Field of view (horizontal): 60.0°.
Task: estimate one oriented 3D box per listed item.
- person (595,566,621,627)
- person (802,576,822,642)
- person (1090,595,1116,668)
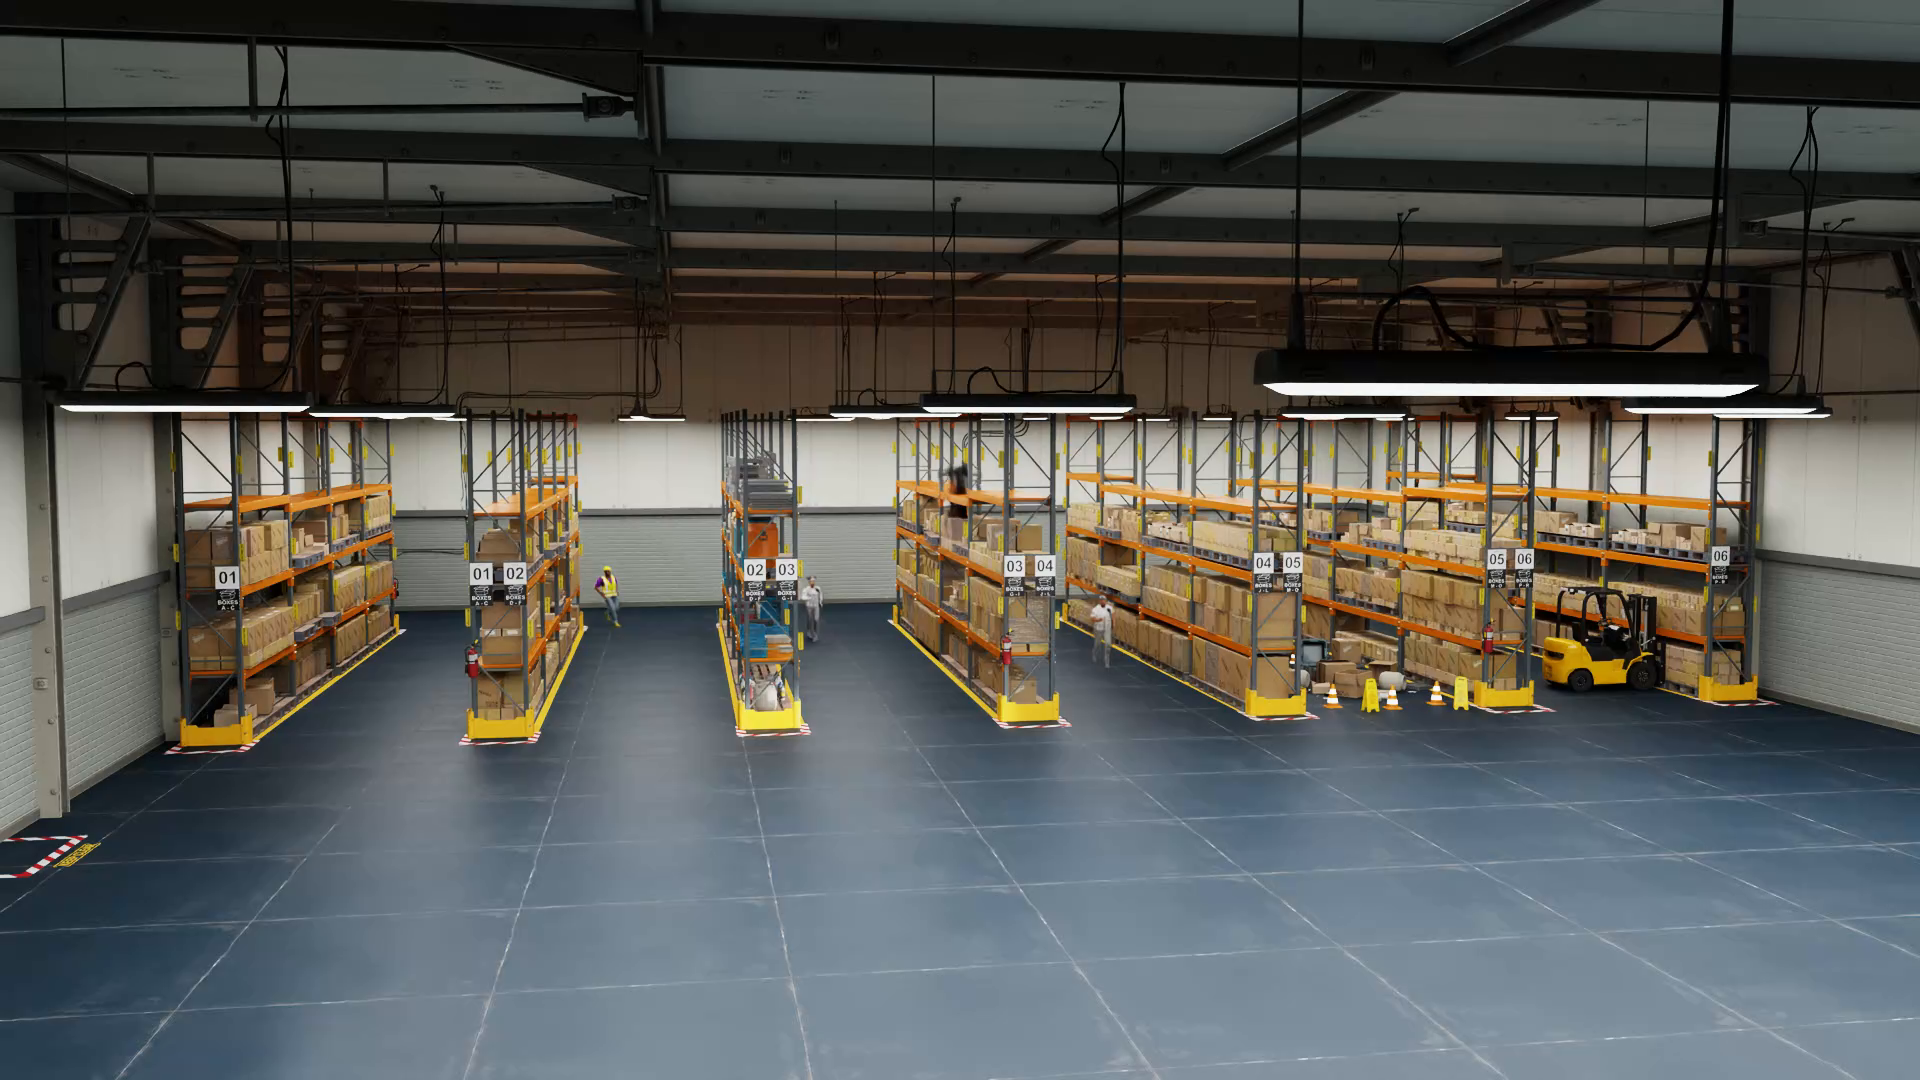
[{"bbox_3d":[-9.945,1.595,46.997,0.693,1.722,0.800,-4,6,-44],"label":"person"},{"bbox_3d":[-3.910,1.805,43.980,0.574,1.740,0.846,-1,4,-11],"label":"person"},{"bbox_3d":[3.388,2.151,39.430,0.622,1.707,0.901,0,4,-2],"label":"person"}]
